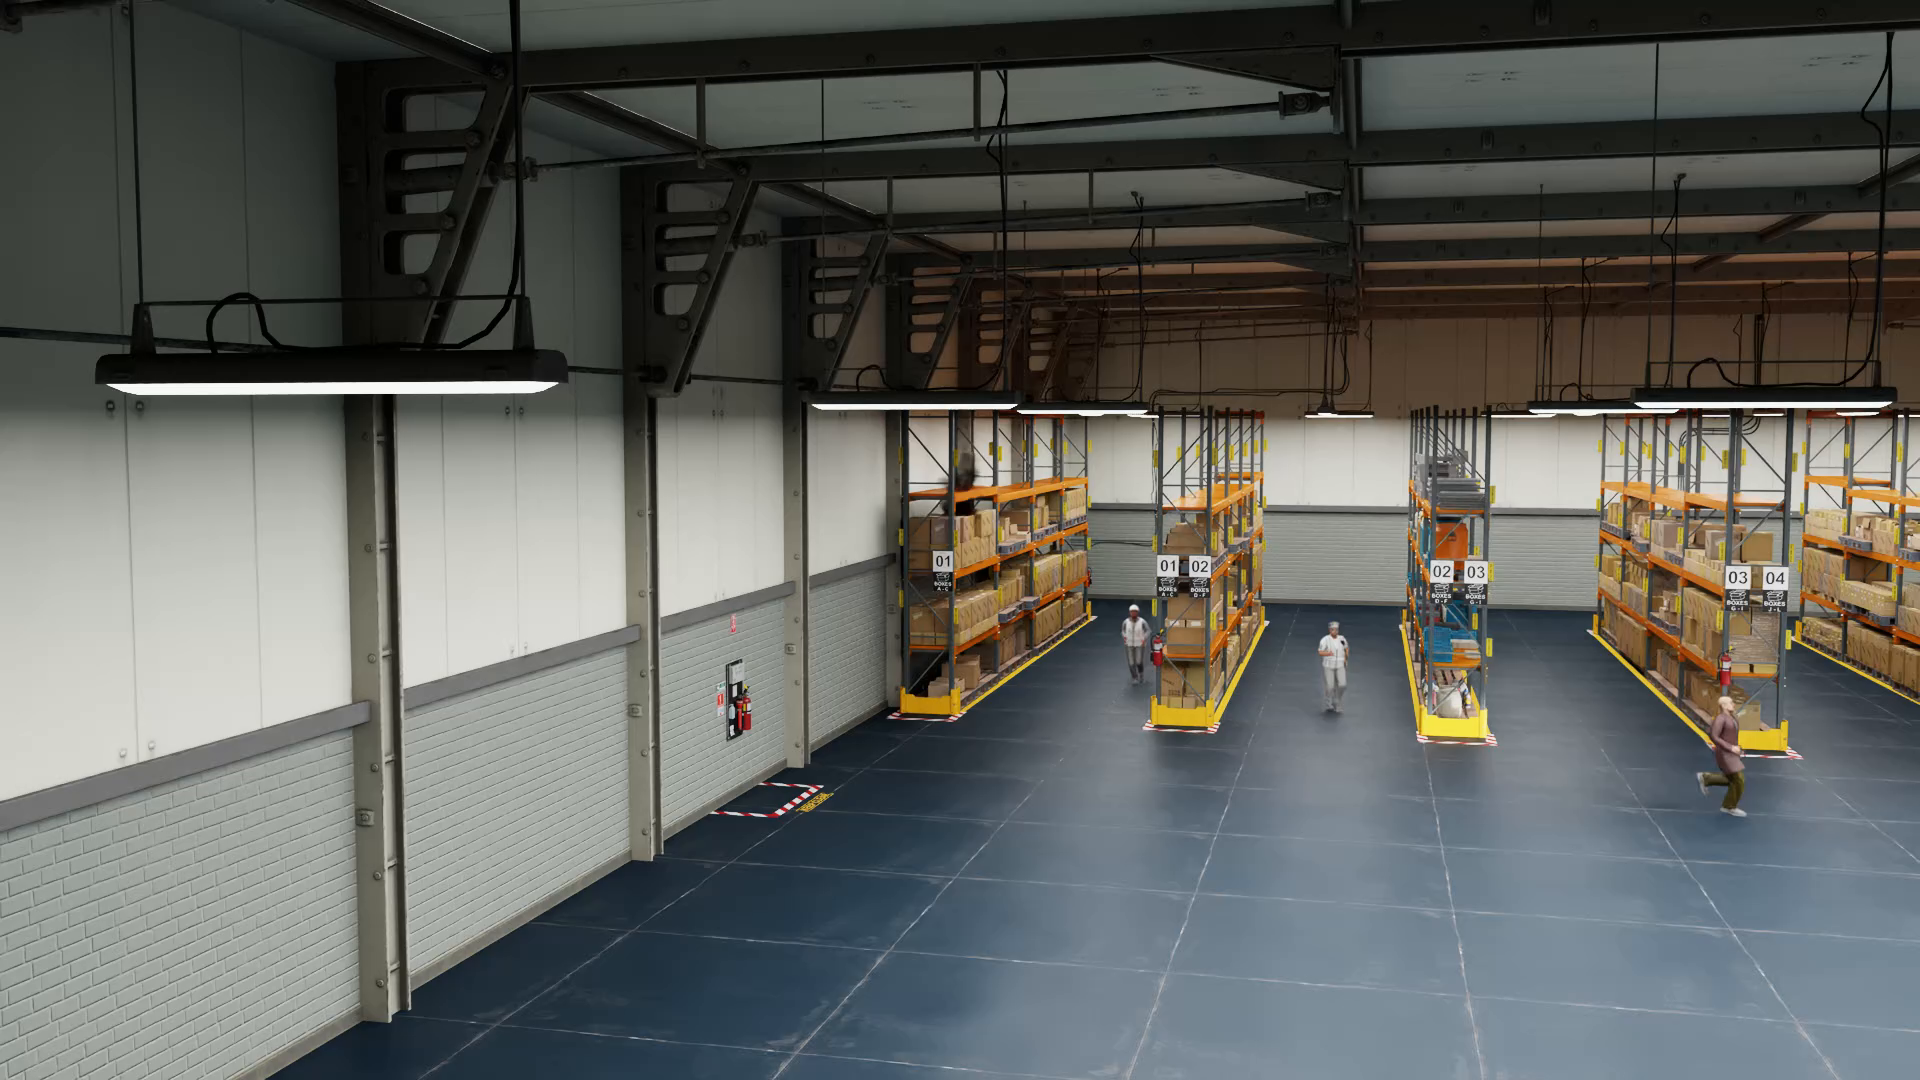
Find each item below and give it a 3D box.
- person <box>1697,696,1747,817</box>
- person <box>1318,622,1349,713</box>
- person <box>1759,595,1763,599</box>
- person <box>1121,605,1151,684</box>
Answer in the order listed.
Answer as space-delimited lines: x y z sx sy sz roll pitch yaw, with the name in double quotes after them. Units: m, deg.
11.131 3.133 24.273 0.717 1.724 0.730 3 5 35 "person"
7.359 2.511 32.645 0.642 1.821 0.689 0 4 0 "person"
20.325 1.949 42.002 0.521 1.553 0.578 1 4 18 "person"
3.774 2.271 35.941 0.635 1.728 0.563 1 4 17 "person"
